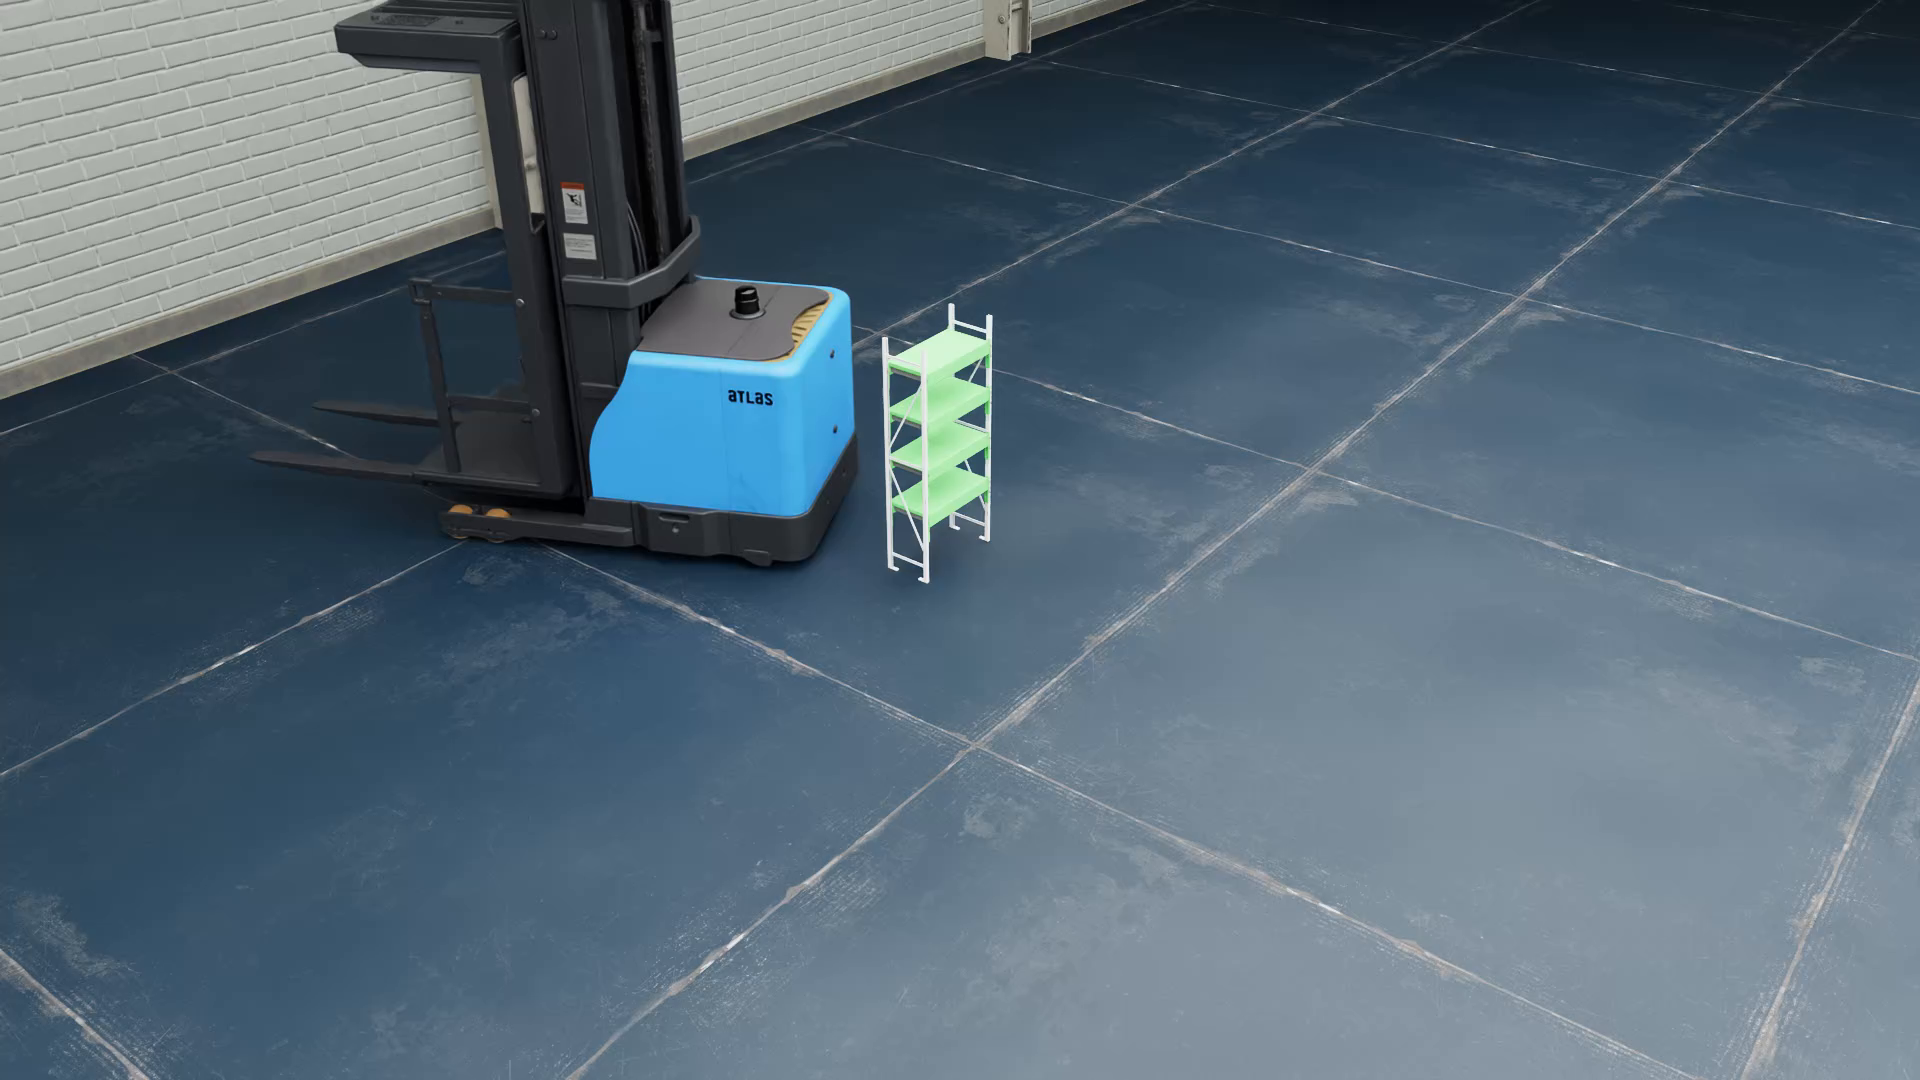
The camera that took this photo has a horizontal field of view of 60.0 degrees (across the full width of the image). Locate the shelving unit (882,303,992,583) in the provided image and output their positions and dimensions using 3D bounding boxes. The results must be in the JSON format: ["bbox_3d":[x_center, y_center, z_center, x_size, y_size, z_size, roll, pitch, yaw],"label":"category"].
[{"bbox_3d":[-0.100,-0.449,7.831,0.258,1.200,0.503,21,37,31],"label":"shelving unit"}]

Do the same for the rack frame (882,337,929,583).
[{"bbox_3d":[-0.247,-0.350,7.663,0.240,1.200,0.015,21,37,31],"label":"rack frame"}]

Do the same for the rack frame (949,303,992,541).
[{"bbox_3d":[0.047,-0.548,7.998,0.240,1.200,0.015,21,37,31],"label":"rack frame"}]

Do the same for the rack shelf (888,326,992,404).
[{"bbox_3d":[-0.100,-0.807,7.618,0.258,0.148,0.480,21,37,31],"label":"rack shelf"}]

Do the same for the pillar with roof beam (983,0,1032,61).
[{"bbox_3d":[3.893,-7.306,11.751,9.100,9.000,0.400,21,37,31],"label":"pillar with roof beam"}]

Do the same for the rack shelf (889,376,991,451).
[{"bbox_3d":[-0.100,-0.600,7.741,0.258,0.148,0.480,21,37,31],"label":"rack shelf"}]

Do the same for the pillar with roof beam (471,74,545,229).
[{"bbox_3d":[0.271,-4.867,7.636,9.100,9.000,0.400,21,37,31],"label":"pillar with roof beam"}]

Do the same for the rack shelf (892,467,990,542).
[{"bbox_3d":[-0.100,-0.187,7.986,0.258,0.148,0.480,21,37,31],"label":"rack shelf"}]

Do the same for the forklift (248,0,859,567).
[{"bbox_3d":[-2.103,-1.503,7.911,3.031,2.935,1.130,6,31,10],"label":"forklift"}]

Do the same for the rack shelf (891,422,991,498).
[{"bbox_3d":[-0.100,-0.394,7.863,0.258,0.148,0.480,21,37,31],"label":"rack shelf"}]
